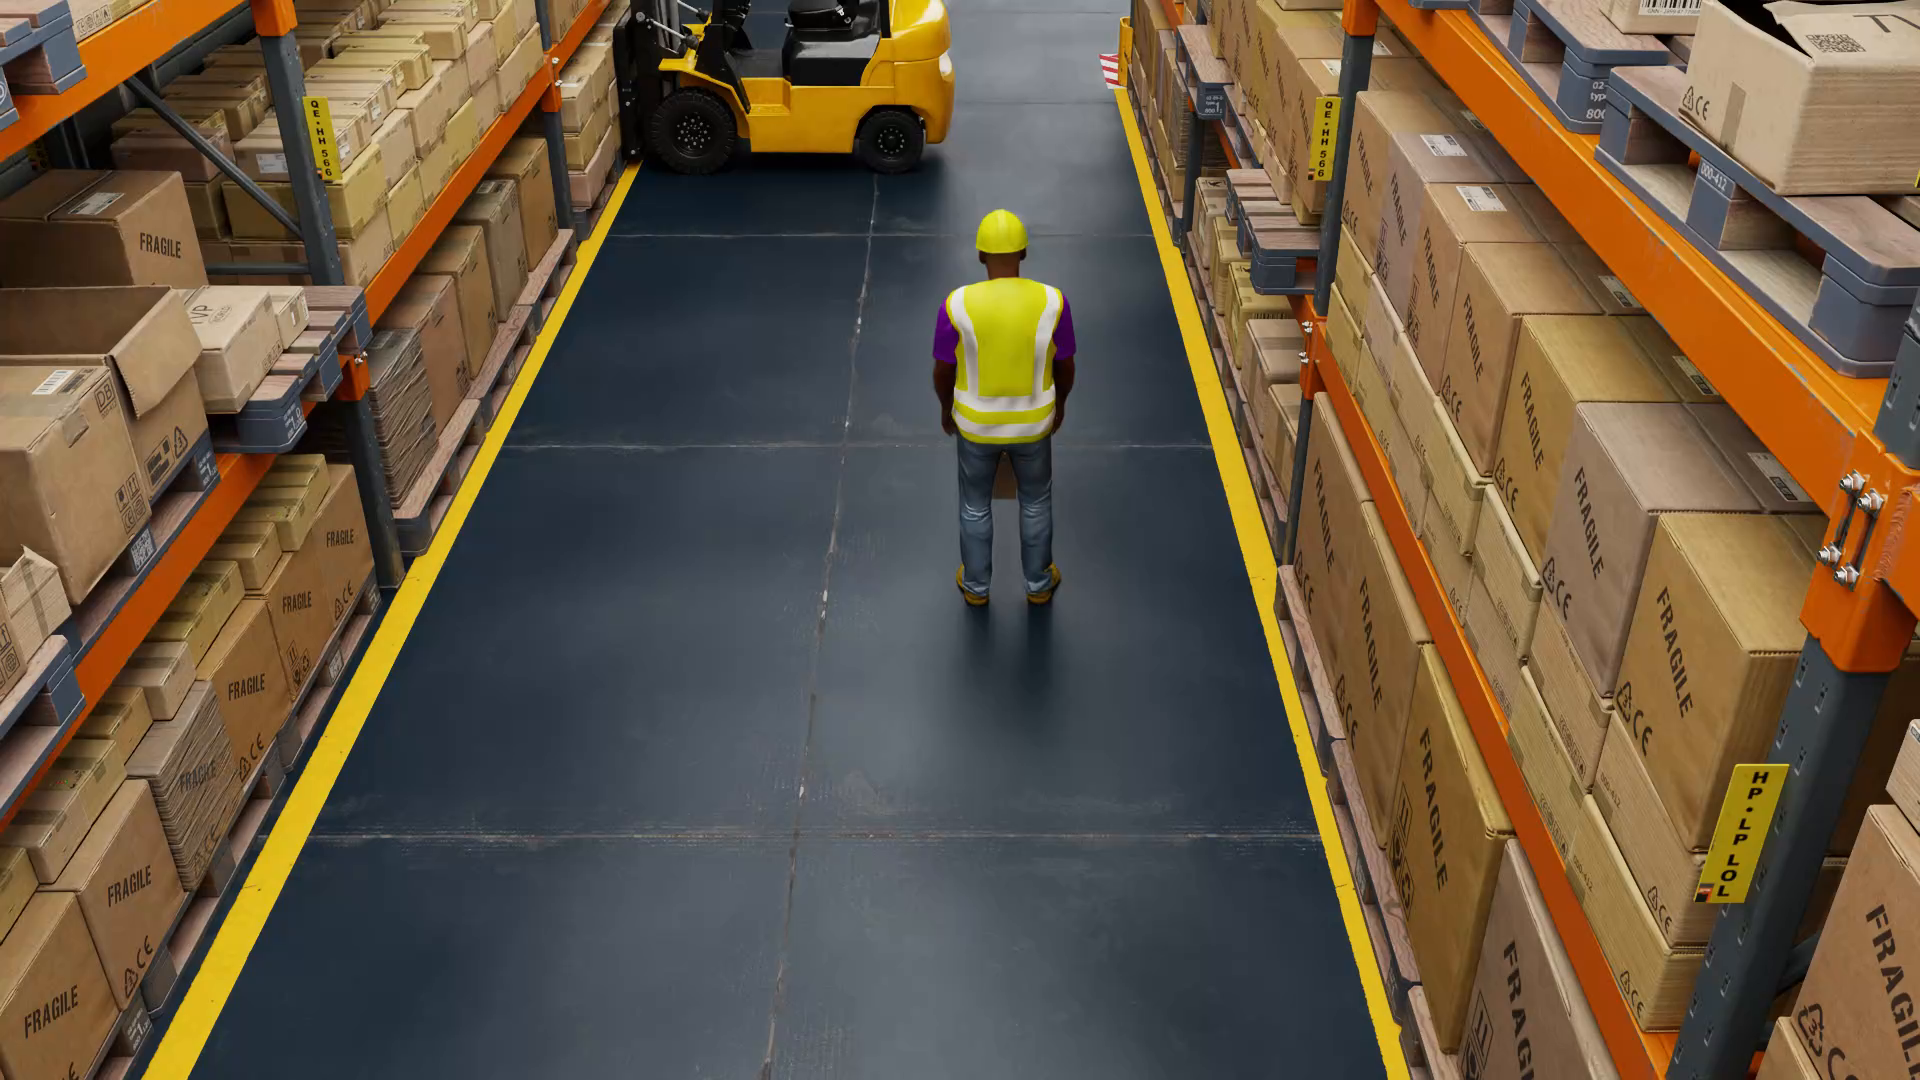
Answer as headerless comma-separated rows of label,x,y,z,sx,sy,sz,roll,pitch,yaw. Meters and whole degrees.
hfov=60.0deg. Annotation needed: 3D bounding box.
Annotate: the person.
person,0.181,-0.514,6.956,0.589,1.765,0.425,-1,31,-2
